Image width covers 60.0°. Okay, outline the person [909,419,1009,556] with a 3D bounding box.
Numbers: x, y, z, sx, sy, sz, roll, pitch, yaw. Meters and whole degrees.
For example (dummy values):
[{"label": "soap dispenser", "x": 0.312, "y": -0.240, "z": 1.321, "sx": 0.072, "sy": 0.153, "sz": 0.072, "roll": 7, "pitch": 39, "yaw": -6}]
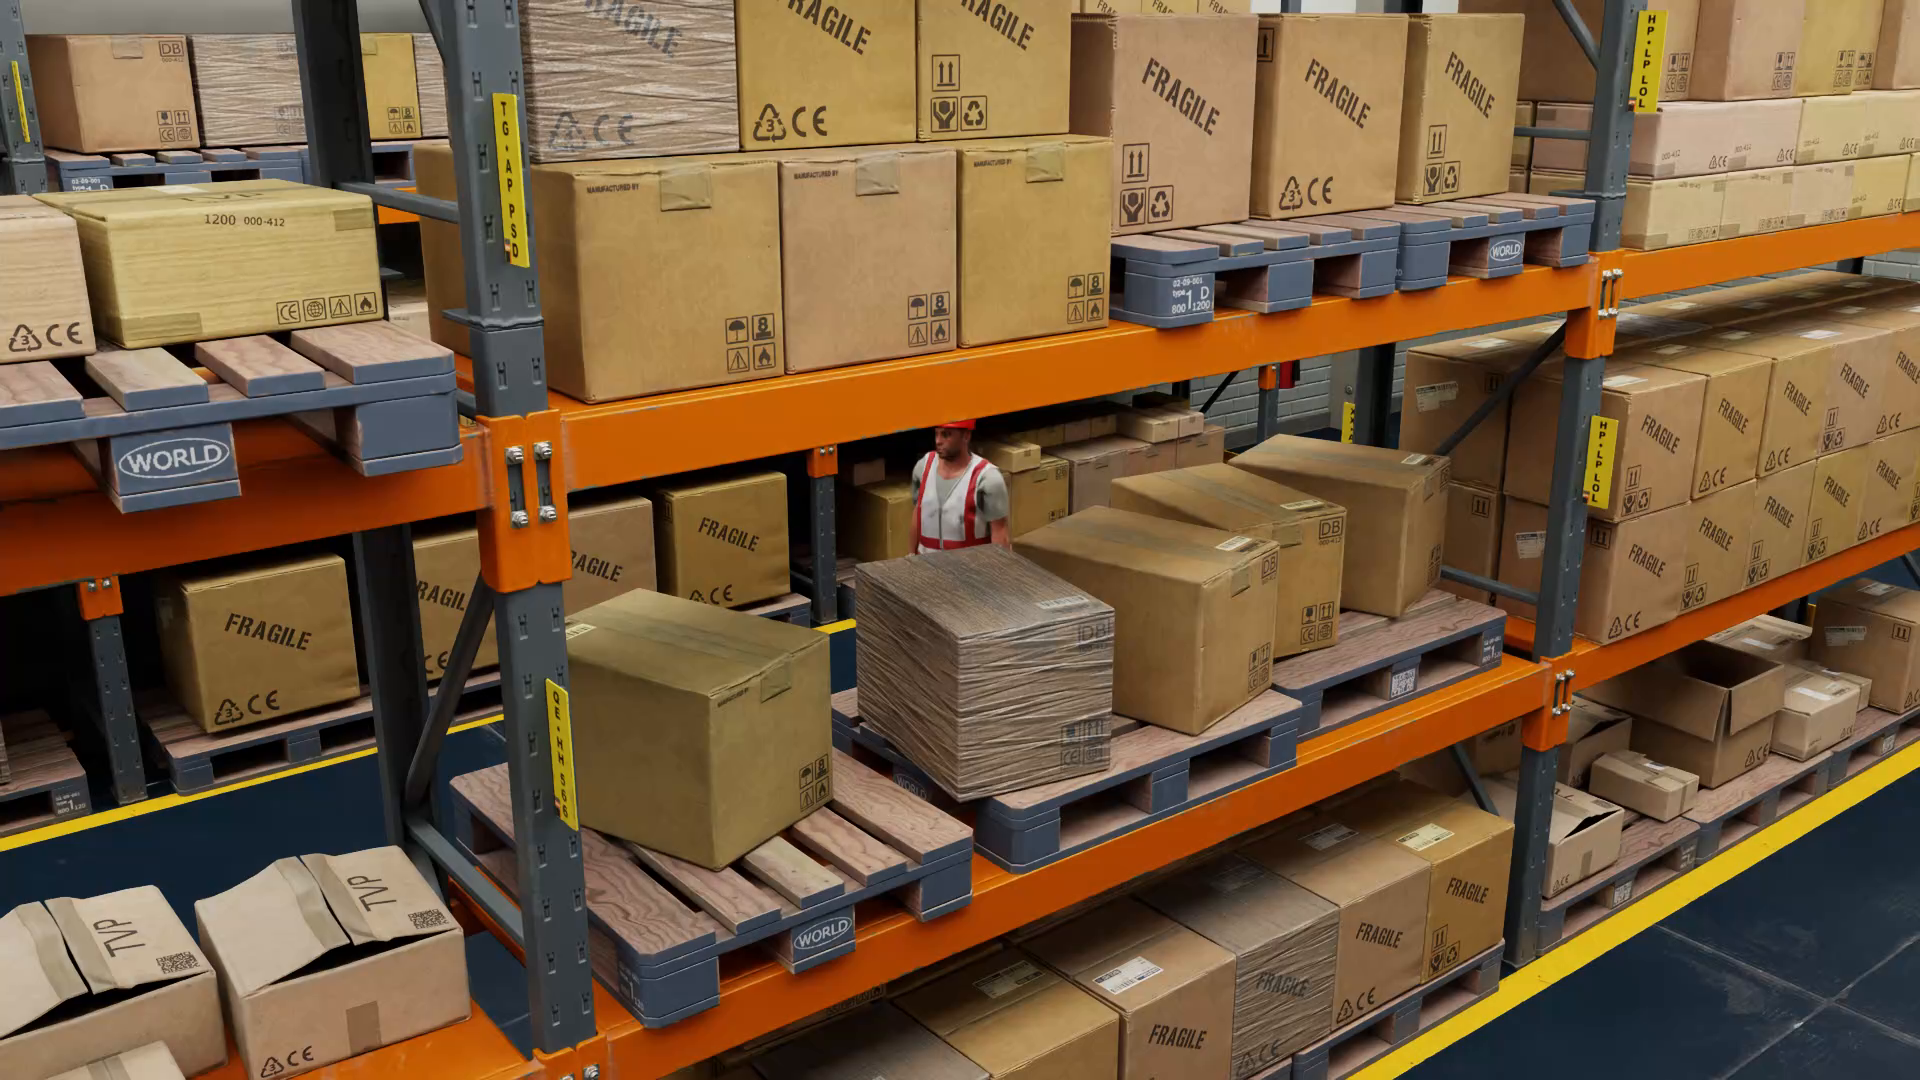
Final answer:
[{"label": "person", "x": -0.045, "y": 0.162, "z": 8.485, "sx": 0.696, "sy": 1.789, "sz": 0.598, "roll": 8, "pitch": 19, "yaw": 23}]
